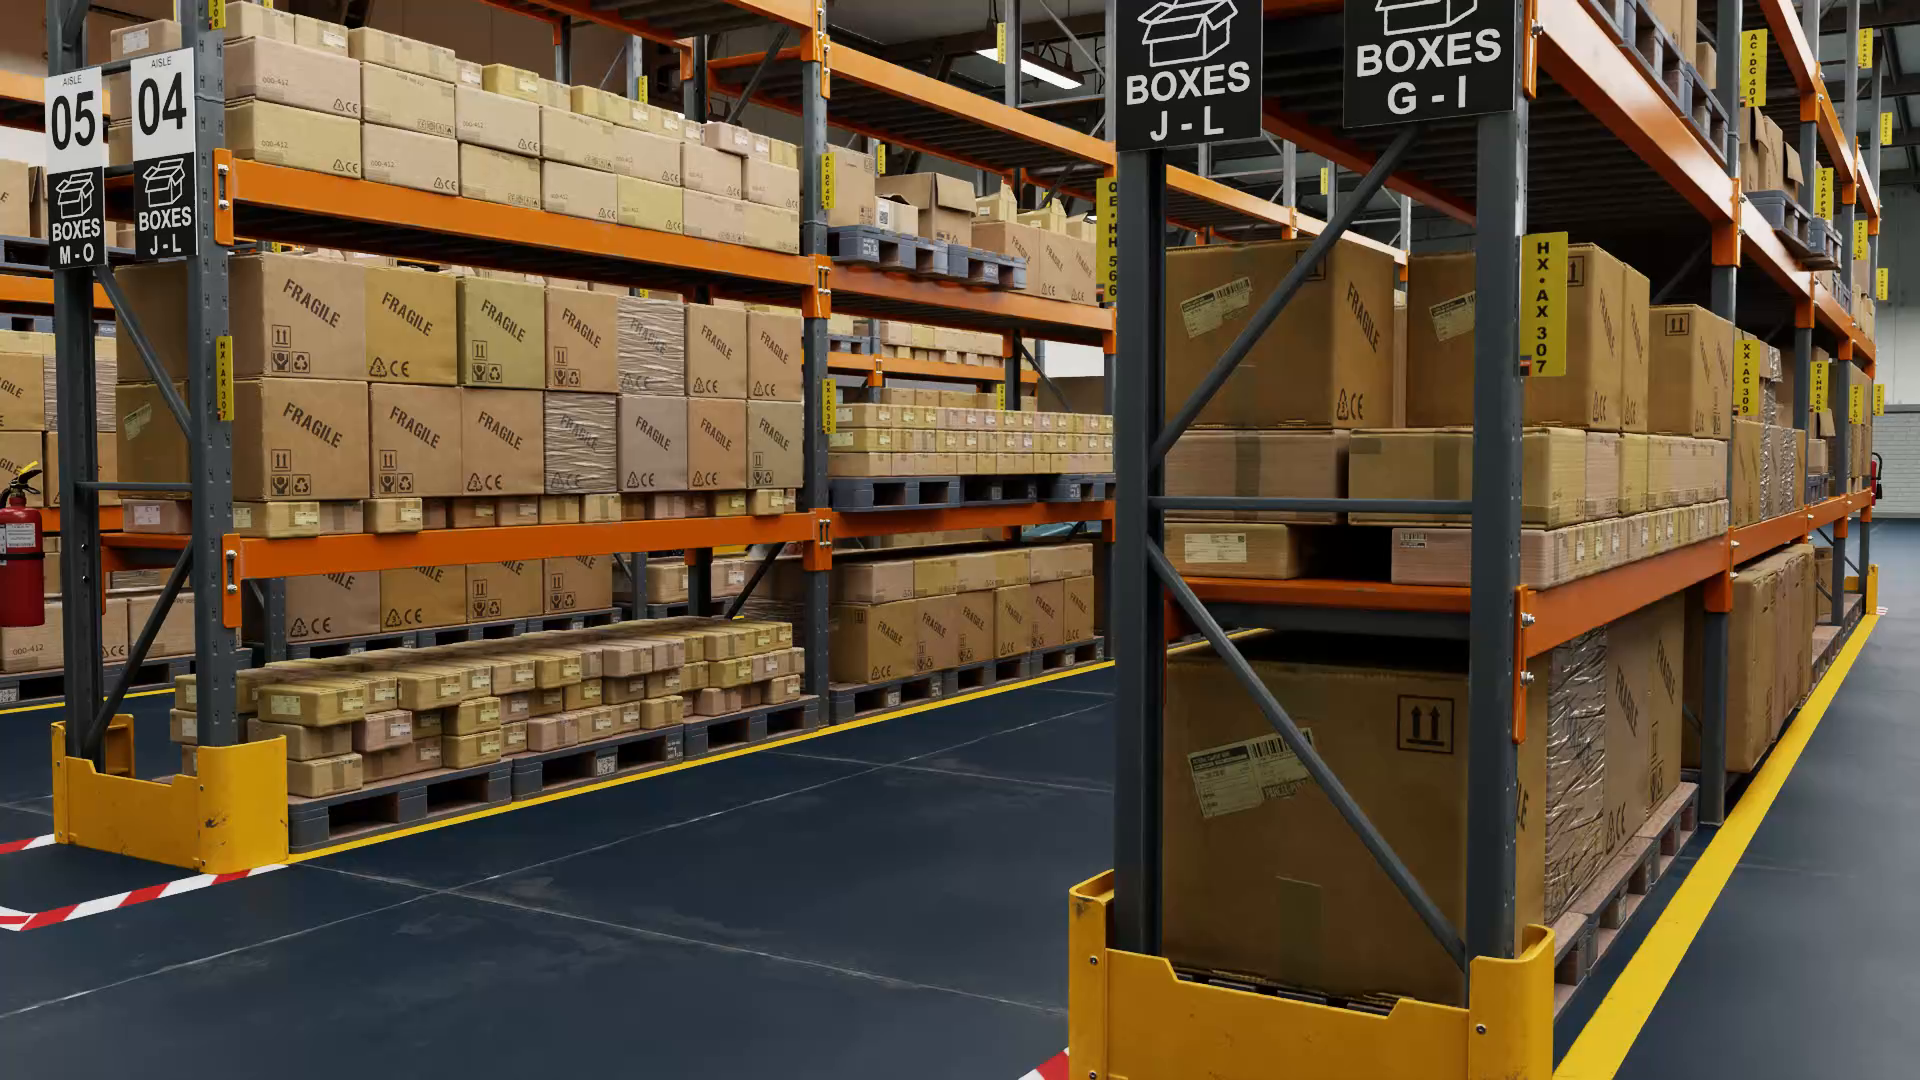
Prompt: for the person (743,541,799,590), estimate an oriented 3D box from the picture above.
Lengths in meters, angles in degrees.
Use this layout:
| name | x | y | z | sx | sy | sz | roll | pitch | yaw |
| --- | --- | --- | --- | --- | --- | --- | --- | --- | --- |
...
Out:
| name | x | y | z | sx | sy | sz | roll | pitch | yaw |
| --- | --- | --- | --- | --- | --- | --- | --- | --- | --- |
| person | -1.561 | 0.032 | 14.057 | 0.566 | 1.771 | 0.470 | 2 | 4 | 38 |
